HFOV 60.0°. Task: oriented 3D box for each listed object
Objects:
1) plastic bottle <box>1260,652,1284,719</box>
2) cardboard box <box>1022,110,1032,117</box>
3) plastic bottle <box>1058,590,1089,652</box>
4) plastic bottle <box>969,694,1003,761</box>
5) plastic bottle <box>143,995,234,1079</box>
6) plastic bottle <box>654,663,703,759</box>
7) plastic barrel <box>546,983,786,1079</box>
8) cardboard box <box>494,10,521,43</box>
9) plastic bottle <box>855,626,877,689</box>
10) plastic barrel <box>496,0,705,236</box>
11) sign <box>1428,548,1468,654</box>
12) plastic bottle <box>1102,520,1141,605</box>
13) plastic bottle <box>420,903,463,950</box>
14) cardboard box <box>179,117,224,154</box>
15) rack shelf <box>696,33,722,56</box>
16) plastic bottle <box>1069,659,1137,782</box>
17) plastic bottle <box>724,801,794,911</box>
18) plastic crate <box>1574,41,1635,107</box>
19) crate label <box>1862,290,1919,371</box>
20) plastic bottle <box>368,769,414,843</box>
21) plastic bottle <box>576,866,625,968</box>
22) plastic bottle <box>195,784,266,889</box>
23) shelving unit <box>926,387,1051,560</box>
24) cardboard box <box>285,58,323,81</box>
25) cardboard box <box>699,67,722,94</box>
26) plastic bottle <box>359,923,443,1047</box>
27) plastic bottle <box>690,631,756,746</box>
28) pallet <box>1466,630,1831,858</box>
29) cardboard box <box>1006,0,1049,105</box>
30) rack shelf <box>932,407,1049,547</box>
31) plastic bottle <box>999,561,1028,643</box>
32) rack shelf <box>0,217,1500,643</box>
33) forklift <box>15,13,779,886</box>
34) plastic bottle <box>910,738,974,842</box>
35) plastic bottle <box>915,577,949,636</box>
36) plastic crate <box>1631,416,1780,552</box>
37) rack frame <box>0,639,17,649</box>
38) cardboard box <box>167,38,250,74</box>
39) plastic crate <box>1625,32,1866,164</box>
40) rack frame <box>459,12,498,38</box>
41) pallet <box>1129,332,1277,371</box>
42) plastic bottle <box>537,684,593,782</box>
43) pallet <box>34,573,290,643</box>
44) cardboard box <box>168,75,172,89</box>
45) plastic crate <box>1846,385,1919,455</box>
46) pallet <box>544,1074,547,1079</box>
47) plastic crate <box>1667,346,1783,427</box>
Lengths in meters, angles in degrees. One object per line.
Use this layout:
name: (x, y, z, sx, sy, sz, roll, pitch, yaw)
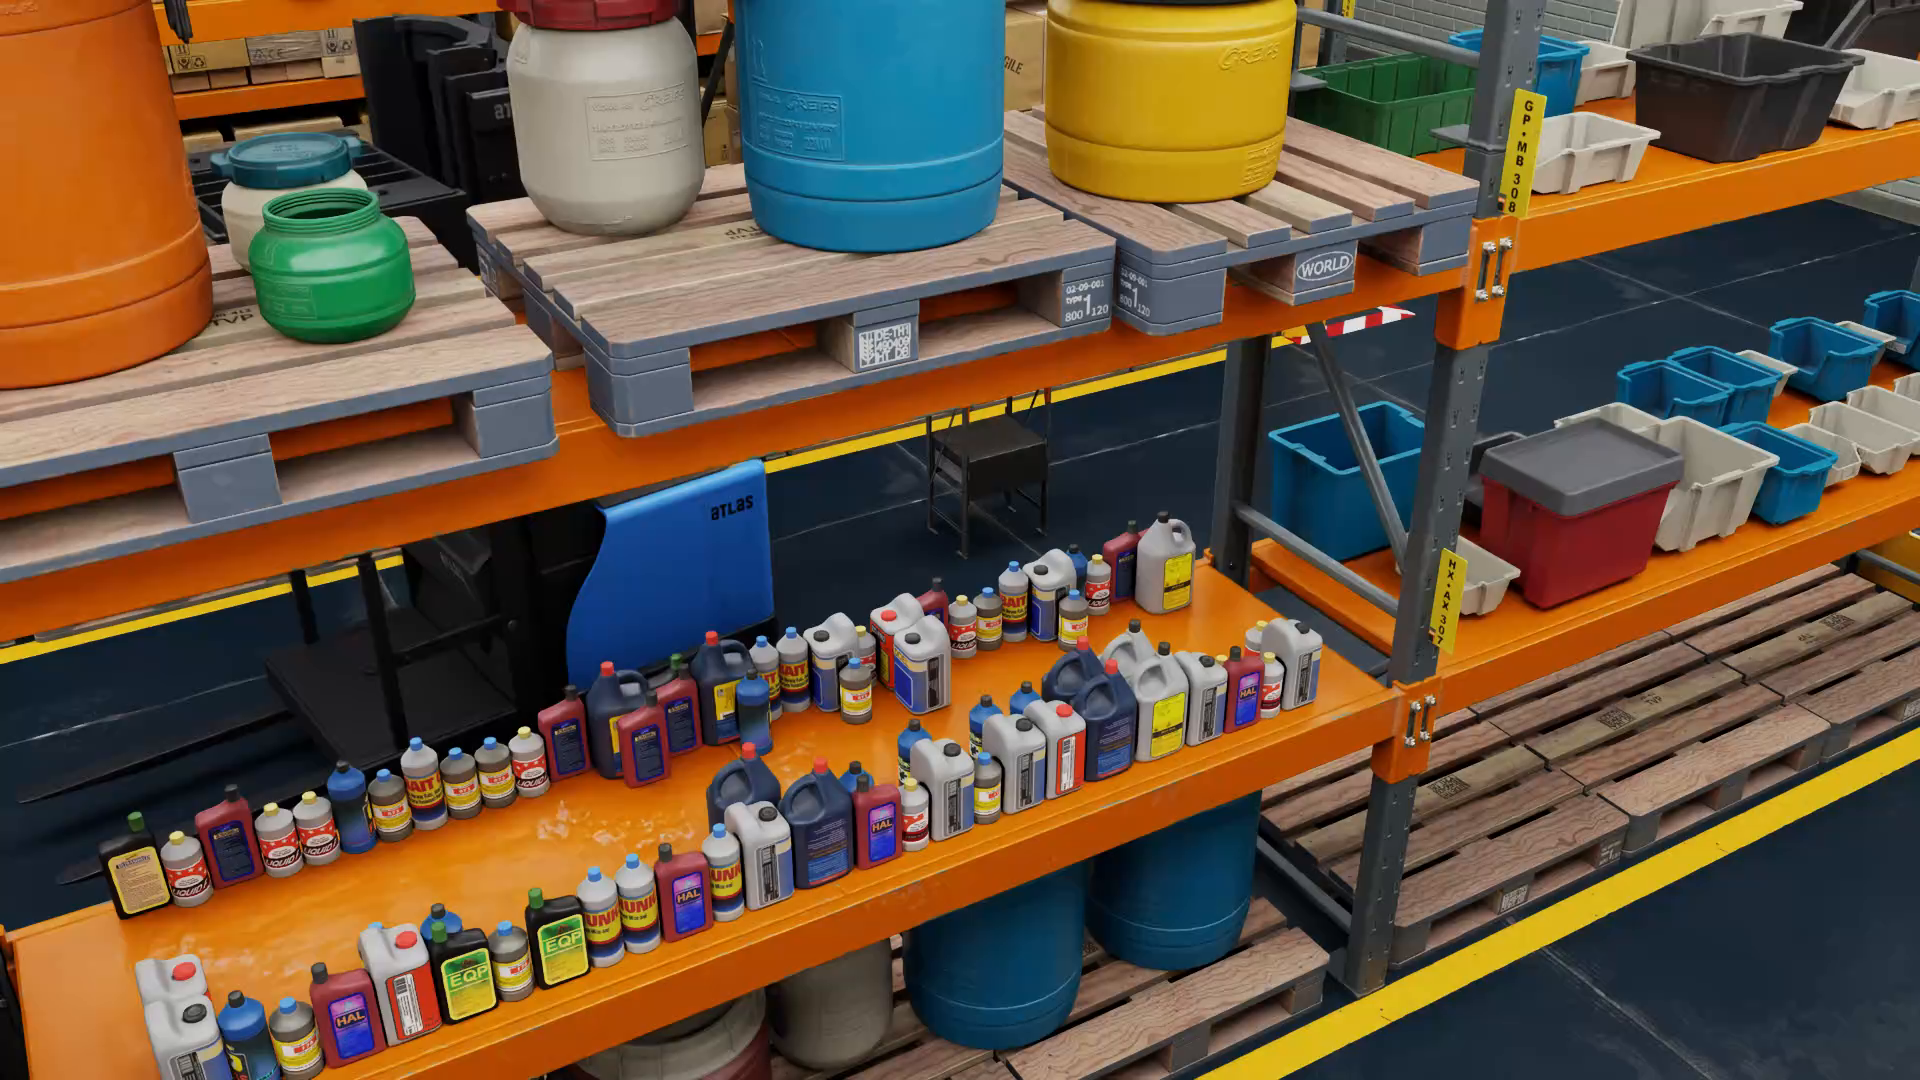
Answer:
plastic bottle: (0.933, 0.435, 5.063, 0.097, 0.201, 0.097, 0, 29, 0)
cardboard box: (0.139, -2.290, 9.692, 0.500, 0.500, 0.500, -16, 33, -27)
plastic bottle: (0.367, 0.256, 5.388, 0.097, 0.201, 0.097, 0, 29, 0)
plastic bottle: (0.074, 0.563, 4.758, 0.097, 0.271, 0.097, 0, 29, 0)
plastic bottle: (-1.717, 1.139, 3.709, 0.135, 0.276, 0.152, -16, 33, -26)
plastic bottle: (-0.830, 0.498, 4.863, 0.133, 0.283, 0.061, -16, 33, -26)
plastic barrel: (-0.867, 1.525, 4.943, 0.708, 0.588, 0.600, -16, 33, -26)
cardboard box: (-3.348, -4.307, 13.140, 0.700, 0.700, 0.980, -15, 32, -26)
plastic bottle: (-0.309, 0.362, 5.194, 0.097, 0.201, 0.097, 0, 29, 0)
plastic barrel: (-0.801, -0.997, 3.772, 0.433, 0.535, 0.433, 0, 29, 0)
sign: (1.472, 0.186, 5.023, 0.005, 0.325, 0.100, -16, 33, -26)
plastic bottle: (0.548, 0.073, 5.634, 0.133, 0.283, 0.061, -16, 33, -26)
plastic bottle: (-1.235, 0.986, 3.992, 0.097, 0.271, 0.097, 0, 29, 0)
cardboard box: (-5.814, -2.651, 12.239, 0.750, 0.750, 0.750, -16, 33, -27)
rack shelf: (-2.099, -4.224, 14.045, 4.000, 0.370, 1.077, -16, 33, -26)
plastic bottle: (0.409, 0.505, 4.781, 0.185, 0.351, 0.144, -16, 33, -26)
plastic bottle: (-0.521, 0.800, 4.324, 0.135, 0.276, 0.152, -16, 33, -26)
plastic crate: (2.099, -1.591, 5.696, 0.466, 0.136, 0.293, -16, 33, -26)
crate label: (4.264, -0.932, 7.445, 0.303, 0.233, 0.416, -16, 33, -26)
plastic bottle: (-1.561, 0.718, 4.550, 0.097, 0.201, 0.097, 0, 29, 0)
plastic bottle: (-0.890, 0.922, 4.108, 0.097, 0.271, 0.097, 0, 29, 0)
plastic bottle: (-1.922, 0.774, 4.363, 0.133, 0.283, 0.061, -16, 33, -26)
shelving unit: (0.143, -0.960, 8.316, 0.503, 2.100, 0.431, -16, 33, -26)
cardboard box: (-4.866, -3.510, 12.246, 0.250, 0.149, 0.380, -16, 33, -26)
cardboard box: (-2.232, -3.931, 14.249, 0.250, 0.149, 0.380, -16, 33, -27)
plastic bottle: (-1.318, 1.026, 3.915, 0.135, 0.276, 0.152, -16, 33, -26)
plastic bottle: (-0.703, 0.422, 4.932, 0.185, 0.351, 0.144, -16, 33, -26)
pallet: (2.863, 0.801, 7.080, 1.213, 0.211, 1.003, -16, 33, -26)
cardboard box: (0.571, -2.846, 9.664, 0.500, 0.500, 0.500, -15, 32, -25)
rack shelf: (0.143, -0.335, 8.661, 0.480, 0.518, 0.431, -16, 33, -26)
plastic bottle: (0.174, 0.195, 5.426, 0.097, 0.271, 0.097, 0, 29, 0)
rack shelf: (-0.529, -0.432, 4.068, 4.000, 0.370, 1.077, -16, 33, -26)
forklift: (-2.293, -0.421, 6.480, 3.031, 2.935, 1.130, -21, 35, -33)
plastic bottle: (-0.047, 0.665, 4.569, 0.135, 0.276, 0.152, -16, 33, -26)
plastic bottle: (-0.103, 0.258, 5.299, 0.133, 0.283, 0.061, -16, 33, -26)
plastic crate: (2.605, -0.194, 6.058, 0.530, 0.282, 0.437, -16, 33, -26)
rack frame: (-4.760, -1.008, 7.472, 0.127, 3.000, 1.000, -16, 33, -26)
cardboard box: (-5.394, -3.642, 11.813, 0.500, 0.500, 0.500, -15, 32, -25)
plastic crate: (2.405, -1.369, 5.156, 0.590, 0.269, 0.497, -16, 33, -26)
rack frame: (-3.824, -4.050, 12.984, 0.127, 3.000, 1.000, -16, 33, -26)
pallet: (1.385, -1.531, 11.306, 1.213, 0.211, 1.003, -16, 33, -26)
plastic bottle: (-1.135, 0.551, 4.768, 0.133, 0.283, 0.061, -16, 33, -26)
pallet: (-4.097, 0.046, 8.449, 1.213, 0.211, 1.003, -16, 33, -26)
cardboard box: (-5.776, -3.280, 11.829, 0.250, 0.149, 0.380, -15, 32, -26)
plastic crate: (3.775, -0.473, 6.713, 0.243, 0.136, 0.396, -16, 33, -26)
pallet: (-1.595, 2.067, 4.786, 1.213, 0.211, 1.003, -16, 33, -26)
plastic crate: (3.129, -0.609, 6.861, 0.300, 0.233, 0.416, -16, 33, -26)
